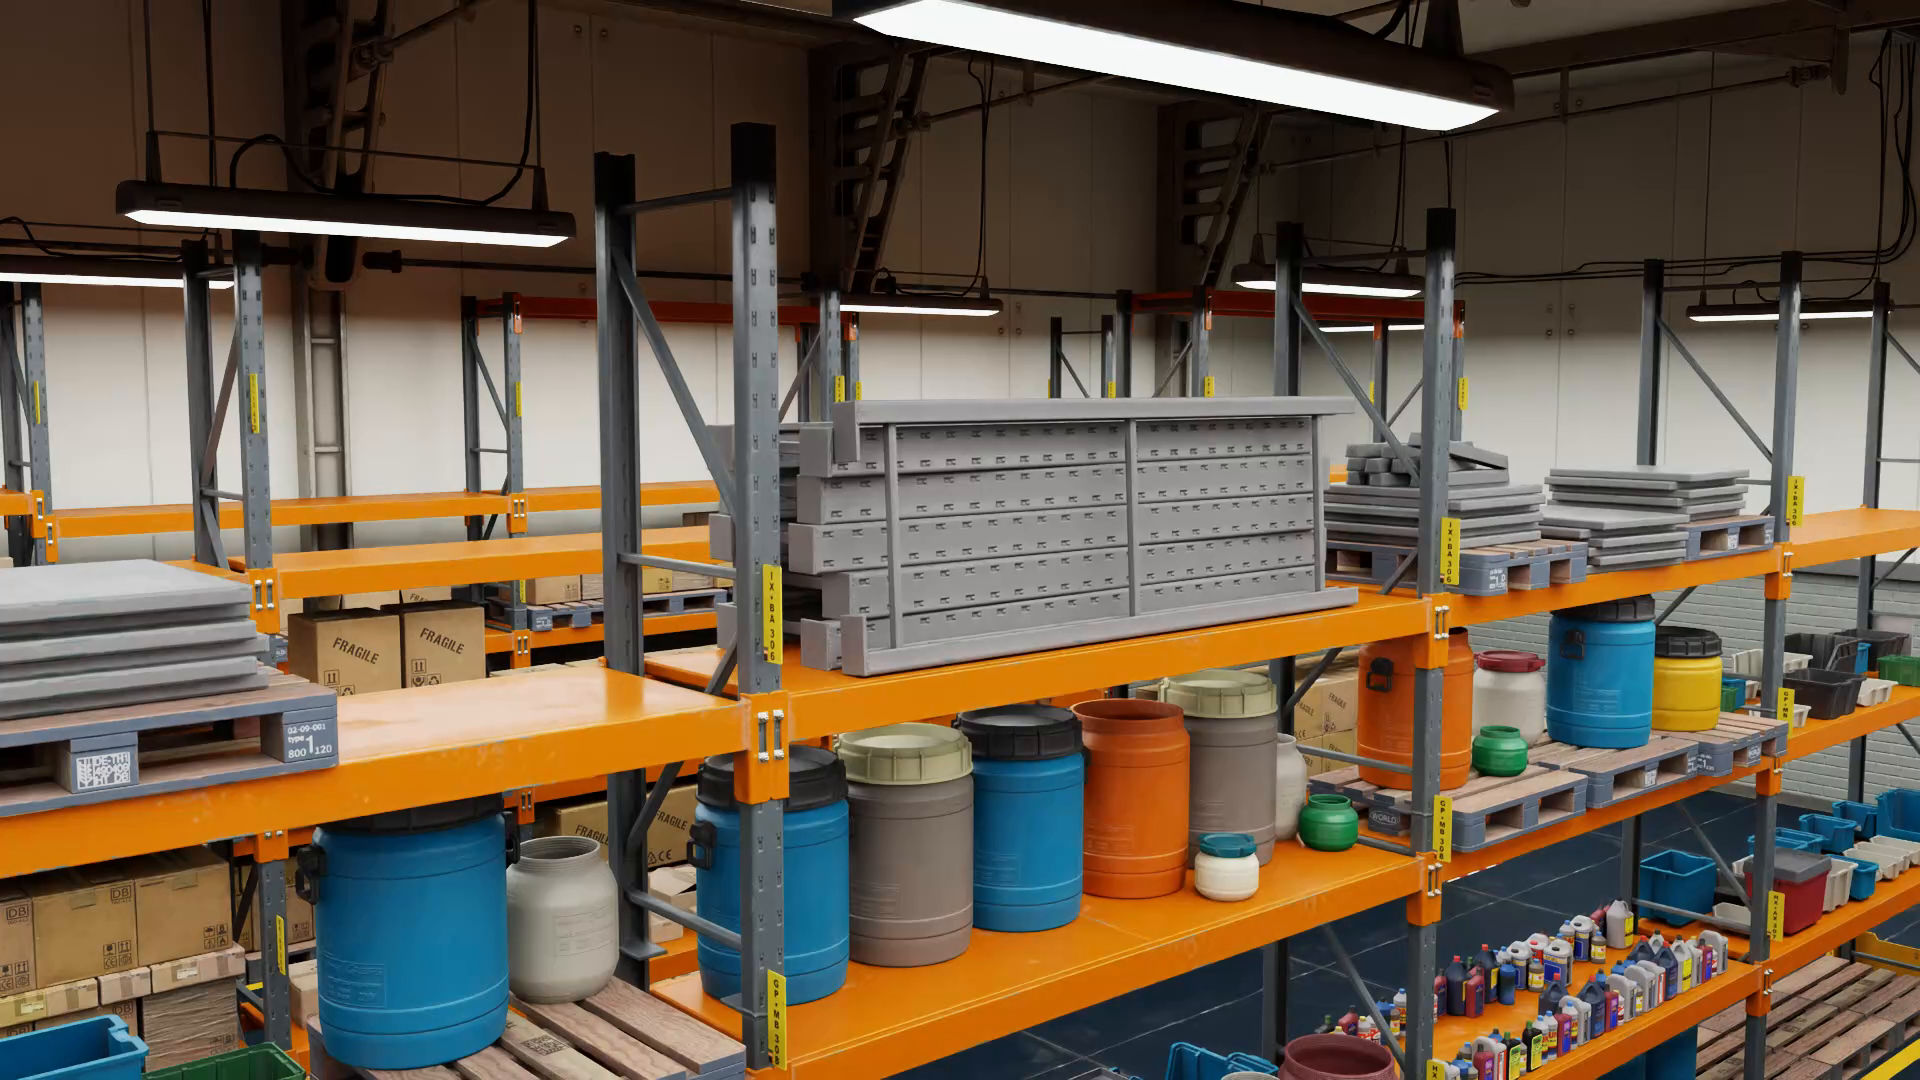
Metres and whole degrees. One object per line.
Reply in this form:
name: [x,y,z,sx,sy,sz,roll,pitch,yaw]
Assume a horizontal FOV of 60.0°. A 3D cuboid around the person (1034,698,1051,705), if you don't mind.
person: [0.925,2.517,18.734,0.600,1.770,0.419,-1,6,-13]
